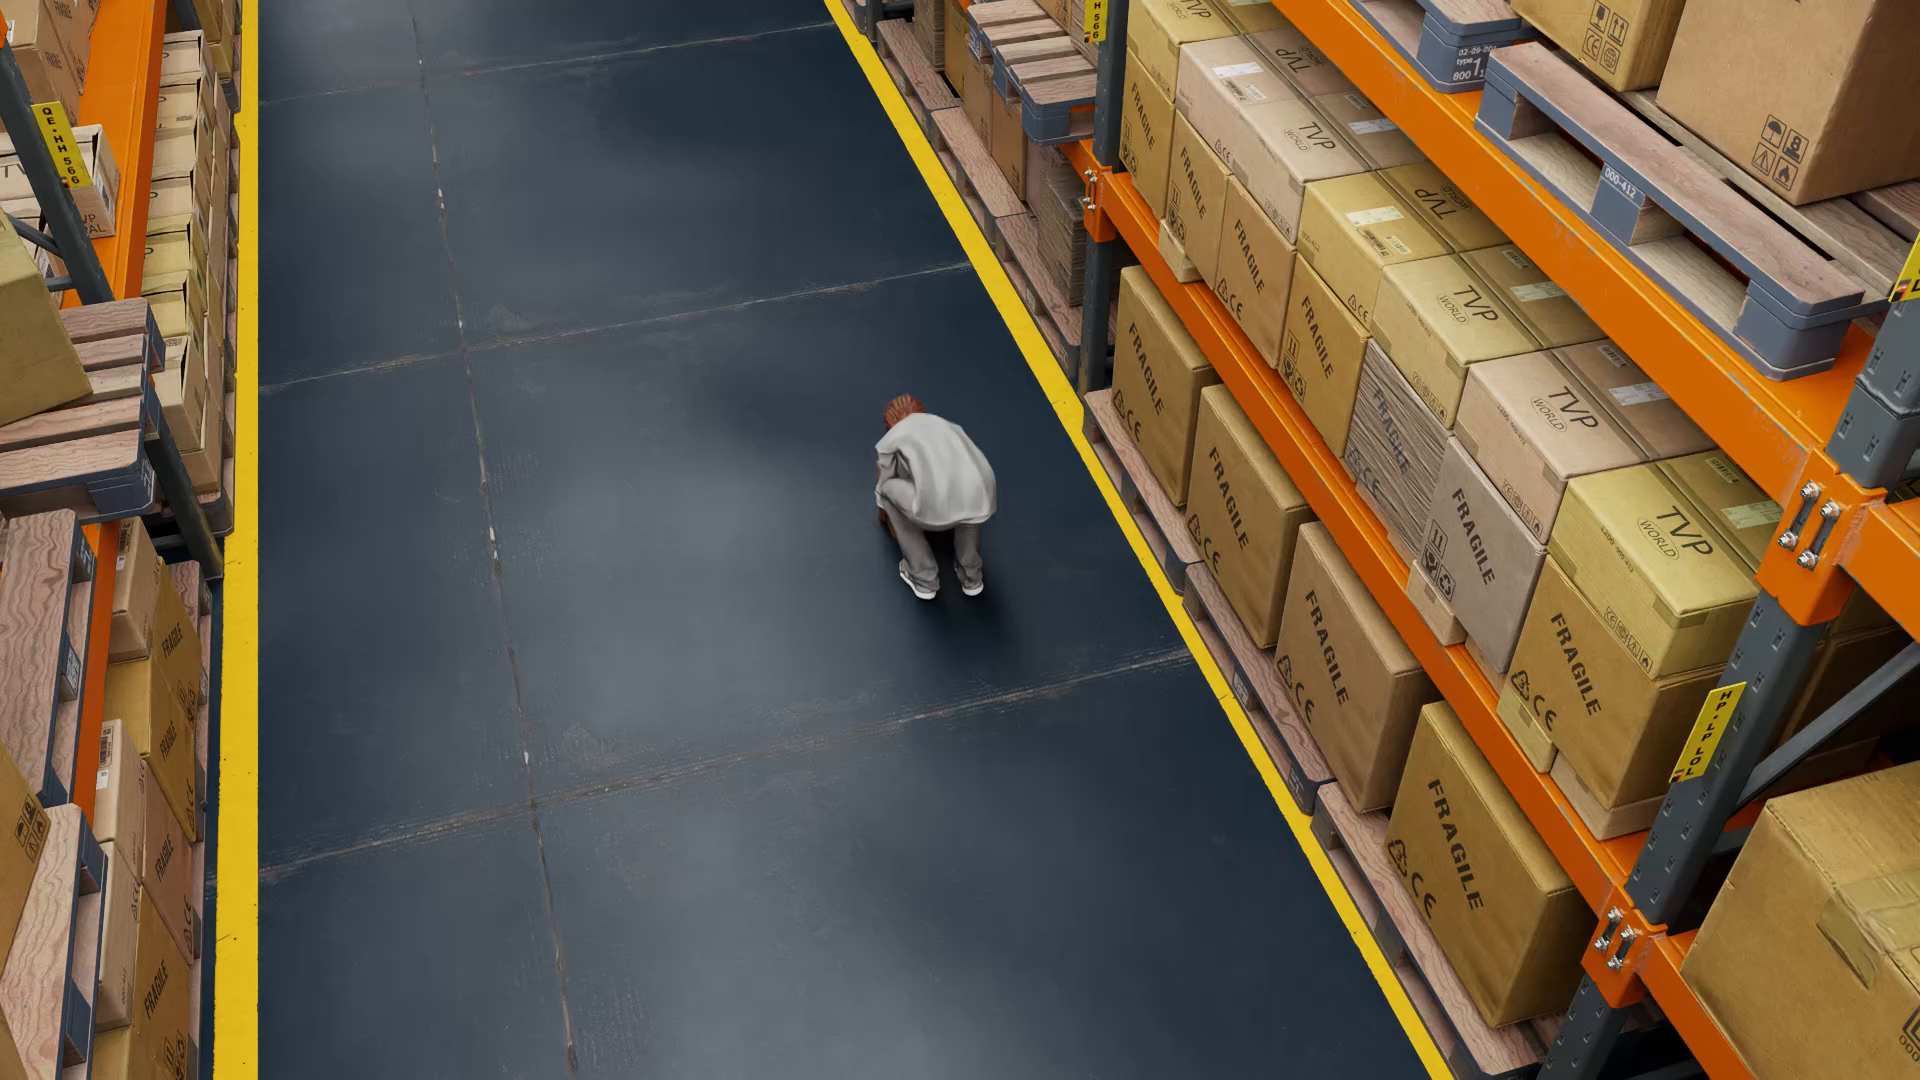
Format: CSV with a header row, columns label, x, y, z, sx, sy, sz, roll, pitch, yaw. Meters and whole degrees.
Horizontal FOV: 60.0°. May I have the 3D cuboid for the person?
label,x,y,z,sx,sy,sz,roll,pitch,yaw
person,-0.120,-0.185,6.980,0.424,0.798,0.867,-14,45,-14
